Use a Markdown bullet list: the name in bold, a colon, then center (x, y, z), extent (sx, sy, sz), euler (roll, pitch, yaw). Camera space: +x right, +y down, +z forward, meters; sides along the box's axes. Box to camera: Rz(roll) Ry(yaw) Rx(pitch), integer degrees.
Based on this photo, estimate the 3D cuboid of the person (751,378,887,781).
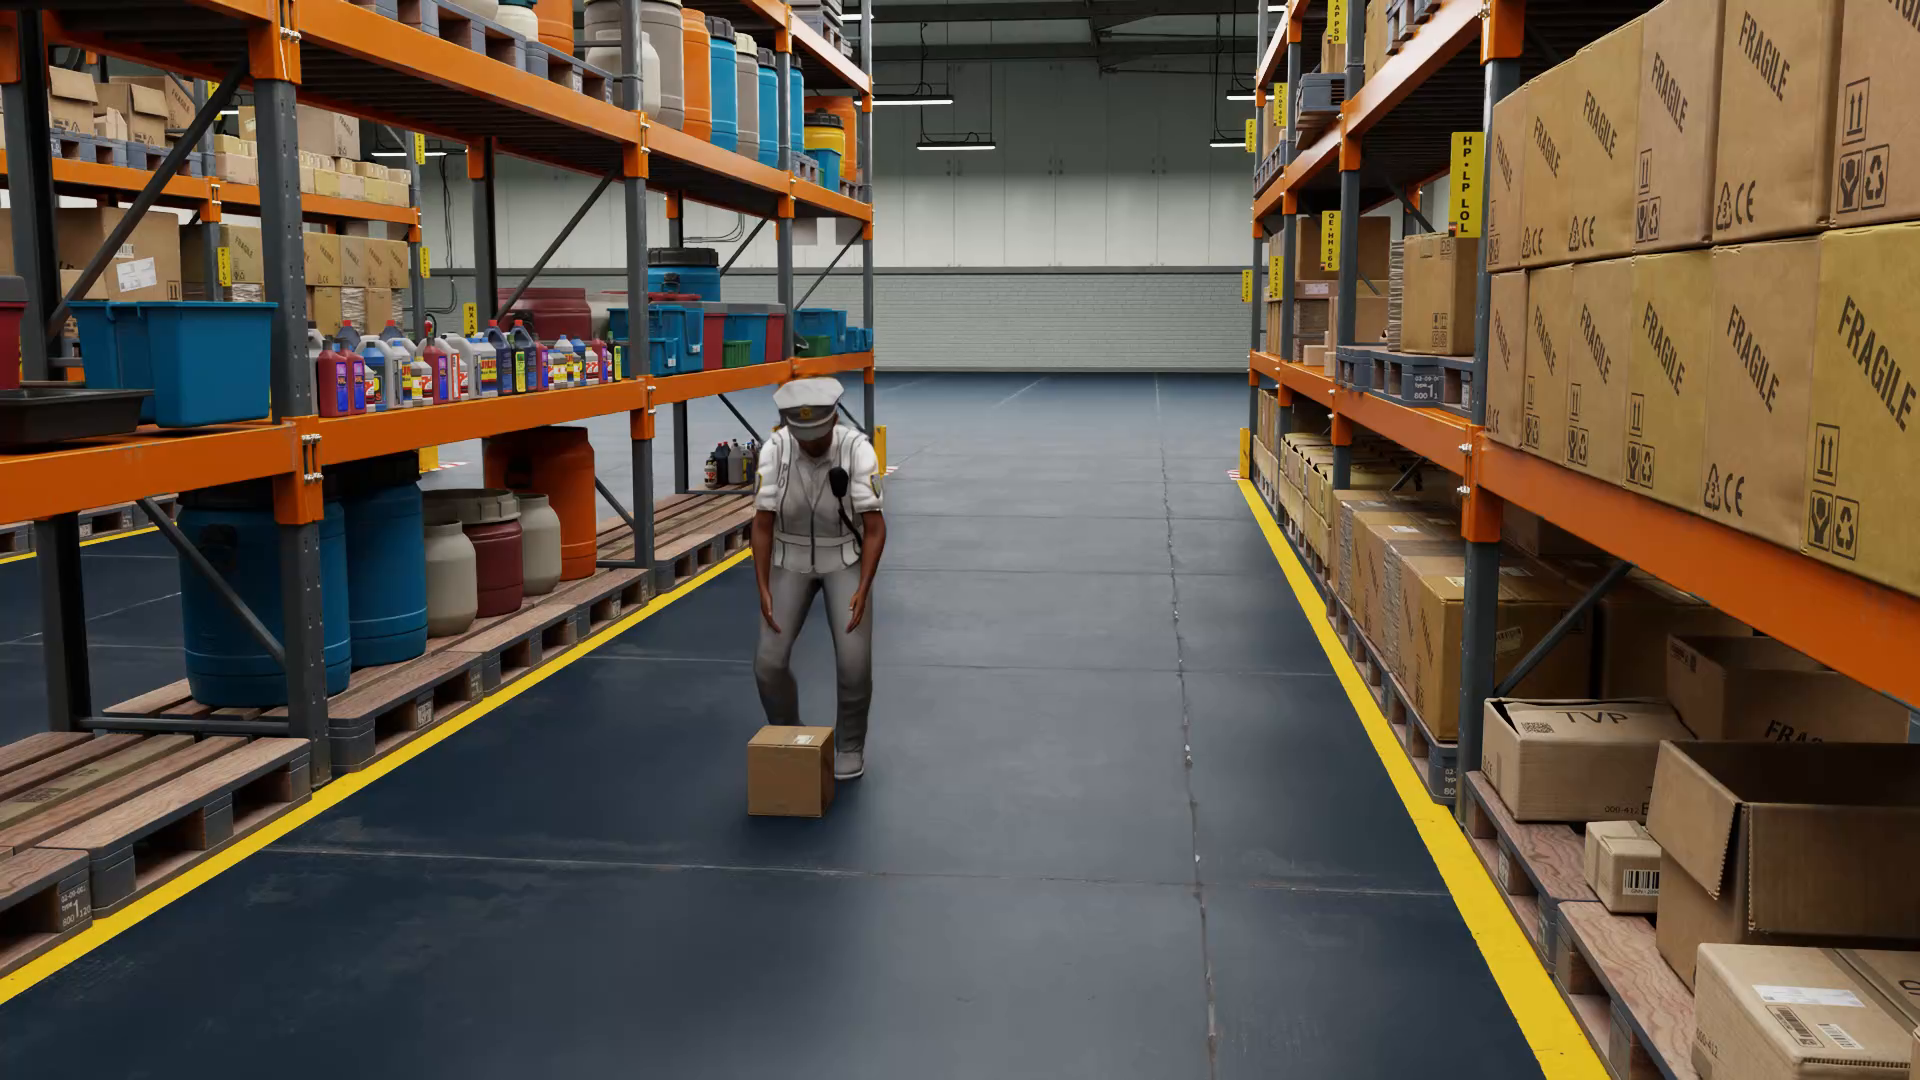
- **person**: center (-0.503, 0.140, 6.051), extent (0.492, 1.464, 0.649), euler (1, 8, 7)
